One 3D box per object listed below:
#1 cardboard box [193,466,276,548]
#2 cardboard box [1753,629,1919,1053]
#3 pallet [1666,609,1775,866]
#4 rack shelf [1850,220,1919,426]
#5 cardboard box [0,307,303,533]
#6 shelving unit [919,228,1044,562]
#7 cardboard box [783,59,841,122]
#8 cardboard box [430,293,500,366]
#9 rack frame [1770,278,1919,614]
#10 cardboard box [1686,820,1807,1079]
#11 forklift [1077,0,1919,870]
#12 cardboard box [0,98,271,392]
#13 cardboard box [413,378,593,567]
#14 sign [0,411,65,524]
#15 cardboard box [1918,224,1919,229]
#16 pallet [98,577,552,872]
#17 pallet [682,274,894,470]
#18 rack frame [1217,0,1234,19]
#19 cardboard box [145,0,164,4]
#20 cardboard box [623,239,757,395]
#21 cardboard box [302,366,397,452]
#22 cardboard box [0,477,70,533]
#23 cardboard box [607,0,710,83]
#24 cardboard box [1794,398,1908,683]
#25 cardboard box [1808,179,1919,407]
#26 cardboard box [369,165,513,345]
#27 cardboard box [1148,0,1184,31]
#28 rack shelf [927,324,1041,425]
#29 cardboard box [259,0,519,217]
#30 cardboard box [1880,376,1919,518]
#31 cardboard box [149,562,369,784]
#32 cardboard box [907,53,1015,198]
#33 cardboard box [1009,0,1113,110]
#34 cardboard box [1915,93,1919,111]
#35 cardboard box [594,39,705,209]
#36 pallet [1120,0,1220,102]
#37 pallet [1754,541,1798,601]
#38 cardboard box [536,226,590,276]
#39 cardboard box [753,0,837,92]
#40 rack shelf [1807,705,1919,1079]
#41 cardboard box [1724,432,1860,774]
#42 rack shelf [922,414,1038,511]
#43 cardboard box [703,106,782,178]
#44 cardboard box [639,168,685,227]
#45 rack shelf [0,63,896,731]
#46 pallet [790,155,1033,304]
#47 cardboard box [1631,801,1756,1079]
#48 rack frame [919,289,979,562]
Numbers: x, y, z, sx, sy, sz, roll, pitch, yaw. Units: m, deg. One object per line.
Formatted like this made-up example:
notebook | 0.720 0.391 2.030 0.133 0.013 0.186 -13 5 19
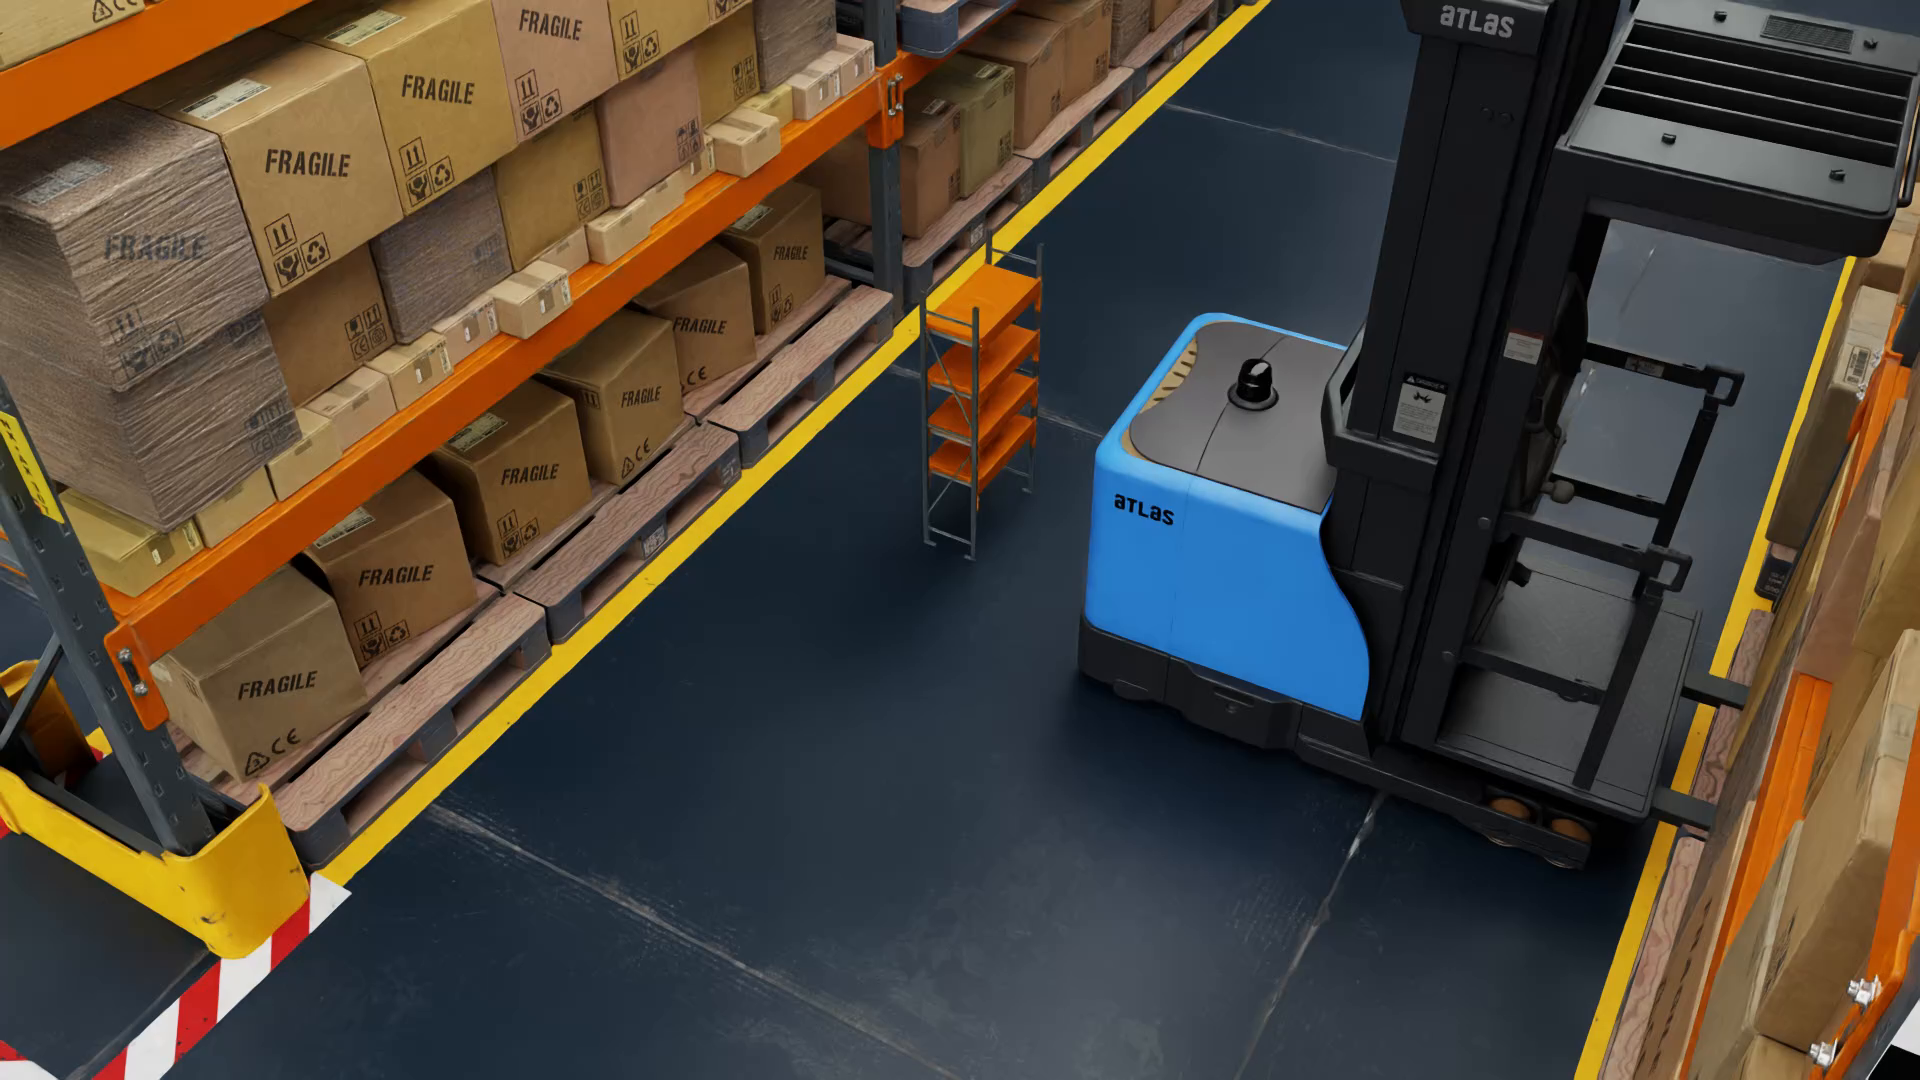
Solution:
cardboard box | -2.240 -0.160 4.852 0.380 0.149 0.250 21 45 22
cardboard box | 1.928 0.658 2.802 0.875 0.550 0.550 21 45 22
pallet | 3.067 0.832 5.646 1.003 0.211 1.213 21 45 22
rack shelf | 4.516 -1.498 6.726 1.077 0.370 4.000 21 45 22
cardboard box | -2.431 -0.488 4.734 0.875 0.500 0.500 21 45 22
shelving unit | 0.083 -0.545 6.461 0.258 1.200 0.503 21 45 22
cardboard box | -0.715 -1.868 6.791 0.380 0.149 0.250 21 45 22
cardboard box | -1.761 -0.741 5.512 0.380 0.149 0.250 21 45 22
rack frame | 3.515 -0.624 5.189 1.000 3.000 0.127 21 45 22
cardboard box | 1.916 1.059 3.164 0.875 0.550 0.550 21 45 22
forklift | 1.981 -0.418 5.007 3.031 2.935 1.130 19 45 20
cardboard box | -2.219 -0.782 4.312 0.500 0.500 0.500 21 45 22
cardboard box | -1.804 -0.310 6.406 0.500 0.500 0.500 25 47 26
sign | -2.260 -0.179 4.029 0.100 0.325 0.005 21 45 22
cardboard box | 3.798 -1.338 5.924 0.500 0.500 0.500 20 45 22
pallet | -2.255 0.516 6.004 1.003 0.211 1.213 21 45 22
pallet | -1.034 -0.880 7.589 1.003 0.211 1.213 21 45 22
rack frame | 1.273 -4.611 9.716 1.000 3.000 0.127 21 45 22
cardboard box | -2.013 -1.590 4.130 0.500 0.250 0.500 20 45 21
cardboard box | -1.243 -0.996 7.185 0.500 0.500 0.500 -30 50 -30
cardboard box | -1.994 -0.448 5.179 0.380 0.149 0.250 21 45 22
cardboard box | -2.766 -0.170 4.864 0.380 0.149 0.250 21 45 22
cardboard box | -1.216 -1.926 5.610 0.500 0.500 0.500 21 45 22
cardboard box | 2.713 0.127 4.223 0.875 0.550 0.550 21 45 22
cardboard box | 4.234 -0.873 6.856 1.050 0.750 0.750 21 45 22
cardboard box | -1.997 -1.086 5.413 0.875 0.500 0.500 21 45 22
cardboard box | 0.955 -3.448 9.954 0.700 0.500 0.500 19 45 20
rack shelf | 0.083 -0.662 6.358 0.258 0.148 0.480 21 45 22
cardboard box | -1.714 -1.353 4.959 0.500 0.500 0.500 21 45 22
cardboard box | 2.737 -0.269 3.855 0.875 0.550 0.550 21 45 22
cardboard box | -2.403 0.395 5.605 0.500 0.500 0.500 30 49 29
cardboard box | -0.148 -2.160 8.492 0.700 0.500 0.500 21 45 22
cardboard box | 0.411 -2.800 9.218 0.700 0.500 0.500 25 47 25
cardboard box | 5.134 -1.907 8.031 1.050 0.750 0.750 20 45 22
cardboard box | -1.451 -1.640 6.042 0.875 0.500 0.500 21 45 22
pallet | 0.881 -3.118 10.131 1.003 0.211 1.213 21 45 22
pallet | 3.836 -0.044 6.640 1.003 0.211 1.213 21 45 22
cardboard box | -1.536 -1.037 5.847 0.380 0.149 0.250 21 45 22
cardboard box | -1.007 -2.234 6.717 0.875 0.500 0.500 21 45 22
rack shelf | 2.514 -0.335 3.136 1.077 0.370 4.000 21 45 22
cardboard box | 3.140 0.352 5.370 0.875 0.875 0.875 22 46 23
rack shelf | 0.083 -0.345 6.637 0.258 0.148 0.480 21 45 22
cardboard box | -0.921 -1.565 6.447 0.380 0.149 0.250 21 45 22
cardboard box | -1.250 -1.309 6.157 0.380 0.149 0.250 21 45 22
rack shelf | -1.729 -0.908 6.056 1.077 0.370 4.000 21 45 22
pallet | -0.340 -1.722 8.545 1.003 0.211 1.213 21 45 22
cardboard box | 2.234 1.390 4.191 0.875 0.875 0.875 20 45 21
rack frame | -0.039 -0.405 6.302 0.240 1.200 0.015 21 45 22
